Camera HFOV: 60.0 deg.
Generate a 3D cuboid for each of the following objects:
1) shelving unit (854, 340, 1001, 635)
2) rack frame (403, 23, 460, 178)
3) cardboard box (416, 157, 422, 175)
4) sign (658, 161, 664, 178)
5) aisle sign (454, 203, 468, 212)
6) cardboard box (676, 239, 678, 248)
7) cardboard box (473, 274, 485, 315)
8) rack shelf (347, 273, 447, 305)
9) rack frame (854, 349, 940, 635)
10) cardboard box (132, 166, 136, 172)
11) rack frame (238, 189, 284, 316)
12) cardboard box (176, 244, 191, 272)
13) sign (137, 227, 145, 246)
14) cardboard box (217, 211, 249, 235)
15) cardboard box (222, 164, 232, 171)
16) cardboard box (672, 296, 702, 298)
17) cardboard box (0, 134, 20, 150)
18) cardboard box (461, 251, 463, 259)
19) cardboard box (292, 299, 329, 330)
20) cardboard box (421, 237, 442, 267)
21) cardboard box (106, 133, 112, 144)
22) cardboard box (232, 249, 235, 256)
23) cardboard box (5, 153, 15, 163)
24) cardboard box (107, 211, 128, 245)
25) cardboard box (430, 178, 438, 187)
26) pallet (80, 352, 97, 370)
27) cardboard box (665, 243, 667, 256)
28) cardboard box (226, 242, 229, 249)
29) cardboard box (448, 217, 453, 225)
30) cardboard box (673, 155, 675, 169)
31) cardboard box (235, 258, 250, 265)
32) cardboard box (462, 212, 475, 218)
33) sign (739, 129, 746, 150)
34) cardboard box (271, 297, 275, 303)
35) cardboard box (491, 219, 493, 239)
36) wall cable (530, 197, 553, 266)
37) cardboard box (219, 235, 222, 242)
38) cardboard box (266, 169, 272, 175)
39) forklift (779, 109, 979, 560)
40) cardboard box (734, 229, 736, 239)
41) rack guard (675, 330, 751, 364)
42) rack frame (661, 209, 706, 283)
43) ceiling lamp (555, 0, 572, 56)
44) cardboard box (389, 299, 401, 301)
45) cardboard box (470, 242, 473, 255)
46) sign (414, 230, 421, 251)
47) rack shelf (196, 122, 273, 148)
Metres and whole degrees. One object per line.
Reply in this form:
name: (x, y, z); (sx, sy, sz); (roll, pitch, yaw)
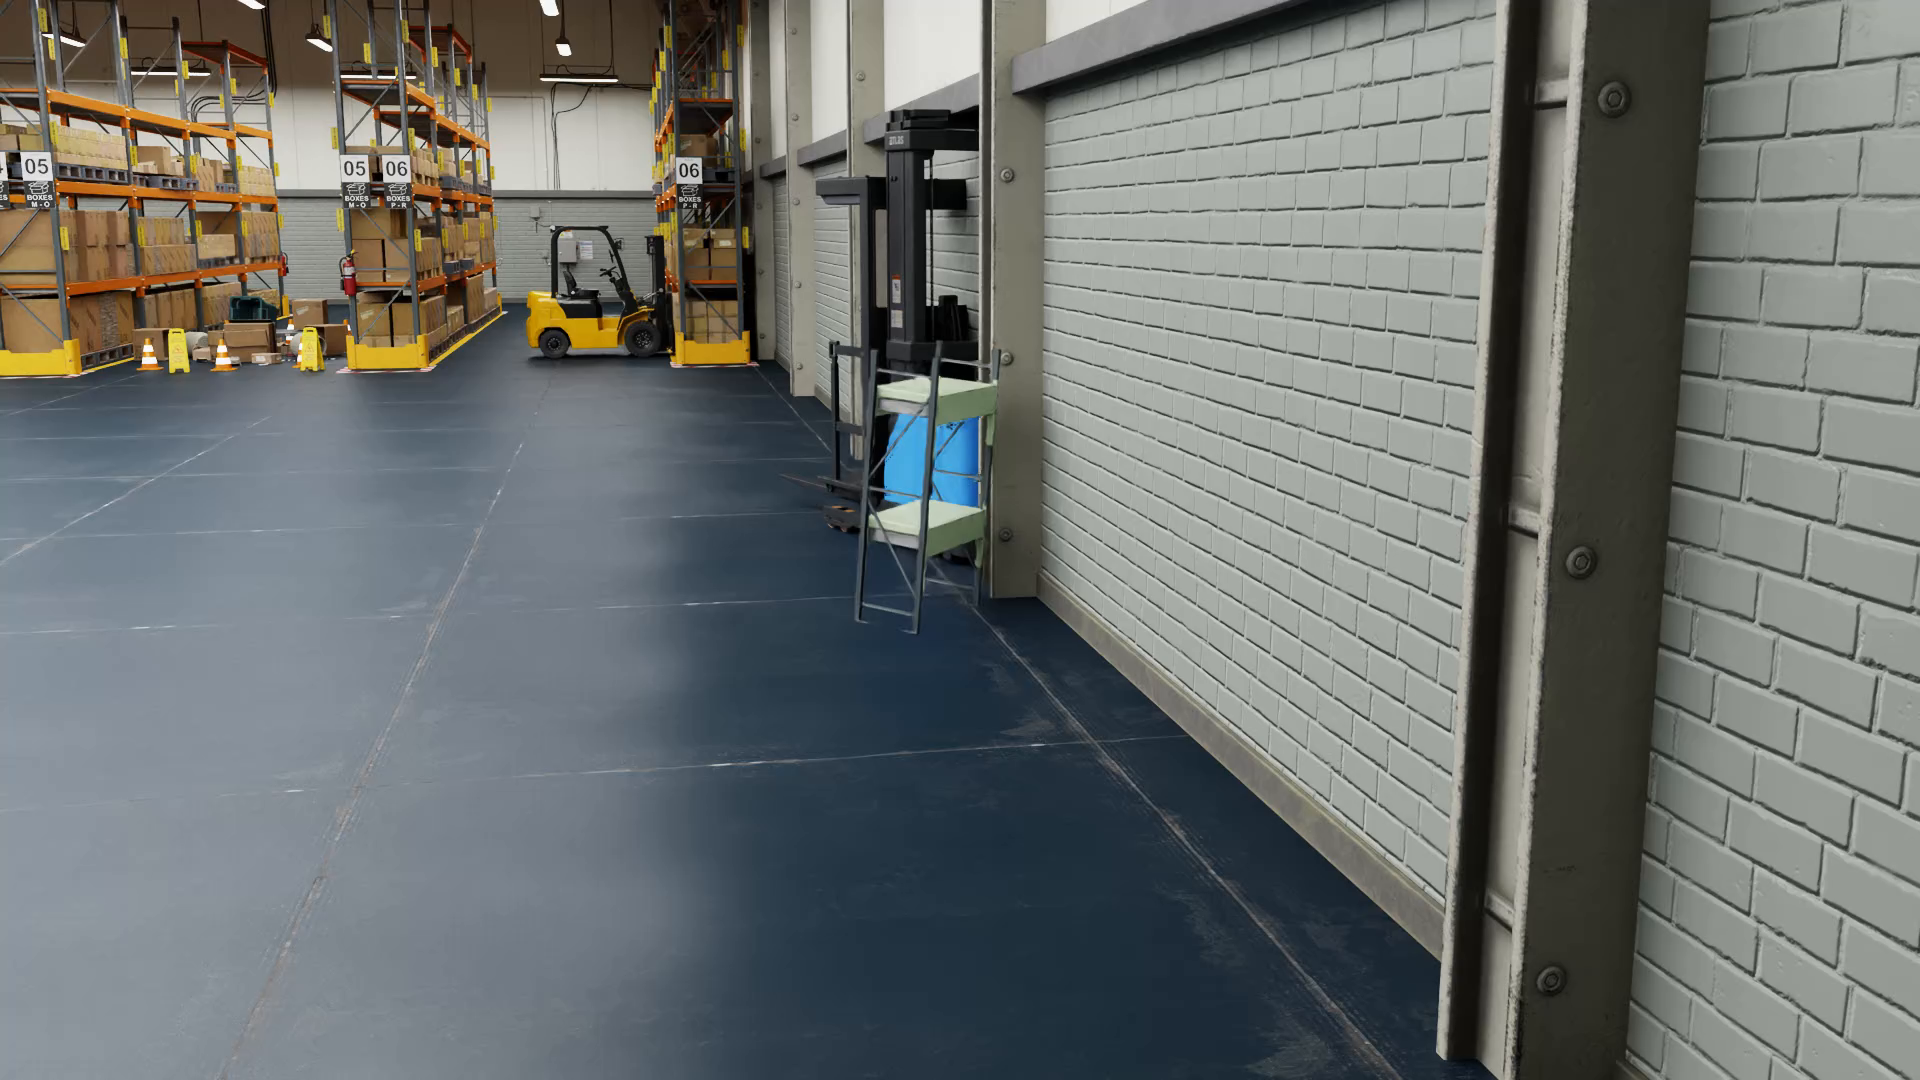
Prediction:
shelving unit: (-0.178, -0.311, 9.219); (0.431, 1.500, 0.755); (11, 15, 25)
rack frame: (-10.372, -8.543, 32.514); (1.000, 3.000, 0.127); (-2, 11, -11)
cardboard box: (-8.741, -5.869, 26.094); (0.500, 0.250, 0.500); (-2, 11, -12)
sign: (-6.037, -7.485, 33.596); (0.100, 0.325, 0.005); (-2, 11, -11)
aisle sign: (-12.227, -8.343, 40.555); (0.394, 0.787, 0.004); (-2, 11, -11)
cardboard box: (-4.369, -4.777, 26.769); (0.380, 0.149, 0.250); (-2, 11, -10)
cardboard box: (-10.951, -5.381, 36.507); (0.875, 0.875, 0.875); (-2, 11, -9)
rack shelf: (-9.205, -4.142, 27.361); (1.077, 0.370, 4.000); (-2, 11, -11)
rack frame: (-0.345, -0.249, 8.899); (0.400, 1.500, 0.023); (11, 15, 25)
cardboard box: (-14.303, -6.447, 28.490); (0.258, 0.266, 0.396); (-2, 11, -12)
rack frame: (-16.764, -6.865, 39.741); (1.000, 3.000, 0.127); (-2, 11, -11)
cardboard box: (-14.761, -5.282, 31.159); (0.500, 0.500, 0.500); (-2, 11, -11)
sign: (-13.886, -5.148, 28.197); (0.100, 0.325, 0.005); (-2, 11, -11)
cardboard box: (-15.835, -6.909, 36.237); (0.500, 0.500, 0.500); (-2, 11, -10)
cardboard box: (-15.805, -8.035, 35.862); (0.380, 0.149, 0.250); (-2, 11, -12)
cardboard box: (-4.648, -4.009, 28.291); (0.500, 0.250, 0.500); (-2, 11, -12)
cardboard box: (-14.021, -5.811, 24.398); (0.500, 0.250, 0.500); (-2, 11, -10)
cardboard box: (-9.862, -5.536, 32.310); (0.380, 0.149, 0.250); (-2, 11, -11)
cardboard box: (-11.334, -3.936, 29.014); (0.500, 0.500, 0.500); (-2, 11, -11)
cardboard box: (-9.264, -4.985, 28.803); (0.500, 0.500, 0.500); (-2, 11, -12)
cardboard box: (-13.901, -6.467, 26.779); (0.380, 0.149, 0.250); (-2, 11, -10)
cardboard box: (-15.715, -6.148, 35.526); (0.380, 0.149, 0.250); (-2, 11, -12)
cardboard box: (-14.049, -5.584, 24.273); (0.380, 0.149, 0.250); (-2, 11, -11)
cardboard box: (-14.171, -5.102, 27.193); (0.875, 0.550, 0.550); (-2, 11, -11)
cardboard box: (-9.233, -6.166, 28.718); (0.380, 0.149, 0.250); (-2, 11, -11)
pallet: (-13.884, -2.704, 25.339); (1.003, 0.211, 1.213); (-2, 11, -11)
cardboard box: (-5.682, -5.858, 33.515); (0.500, 0.250, 0.500); (-2, 11, -11)
cardboard box: (-15.617, -6.200, 35.004); (0.380, 0.149, 0.250); (-2, 11, -9)
cardboard box: (-9.777, -6.026, 31.415); (0.380, 0.149, 0.250); (-3, 11, -14)
cardboard box: (-4.456, -6.160, 26.986); (0.396, 0.266, 0.258); (-2, 11, -11)
cardboard box: (-15.720, -6.071, 36.245); (0.380, 0.149, 0.250); (-2, 11, -9)
cardboard box: (-10.957, -7.256, 37.120); (0.380, 0.149, 0.250); (-2, 11, -12)
sign: (-3.402, -6.271, 26.049); (0.100, 0.325, 0.005); (-2, 11, -11)
cardboard box: (-16.279, -5.635, 38.986); (0.380, 0.149, 0.250); (-3, 11, -13)
cardboard box: (-11.601, -7.524, 40.262); (0.500, 0.500, 0.500); (-2, 11, -9)
wall cable: (-11.659, -8.649, 46.400); (0.588, 1.984, 0.122); (-2, 11, -11)
cardboard box: (-15.519, -6.250, 34.467); (0.380, 0.149, 0.250); (-2, 11, -13)
cardboard box: (-16.411, -8.656, 39.126); (0.380, 0.149, 0.250); (-2, 11, -12)
forklift: (-0.341, -1.539, 11.942); (1.130, 2.935, 3.031); (-7, 13, -32)
cardboard box: (-3.794, -4.944, 26.853); (0.380, 0.149, 0.250); (-2, 11, -9)
rack guard: (-3.943, -3.078, 26.529); (1.175, 0.500, 0.348); (-2, 11, -11)
rack frame: (-6.282, -6.511, 37.881); (1.000, 3.000, 0.127); (-2, 11, -11)
ceiling lamp: (-8.275, -12.092, 35.547); (0.800, 3.185, 2.000); (-2, 11, -11)
cardboard box: (-9.424, -3.679, 27.226); (0.500, 0.500, 0.500); (-2, 11, -12)
cardboard box: (-10.413, -6.056, 34.559); (0.500, 0.250, 0.500); (-2, 11, -11)
sign: (-8.284, -4.574, 25.389); (0.100, 0.325, 0.005); (-2, 11, -11)
rack shelf: (-16.375, -9.090, 37.320); (1.077, 0.370, 4.000); (-2, 11, -11)
